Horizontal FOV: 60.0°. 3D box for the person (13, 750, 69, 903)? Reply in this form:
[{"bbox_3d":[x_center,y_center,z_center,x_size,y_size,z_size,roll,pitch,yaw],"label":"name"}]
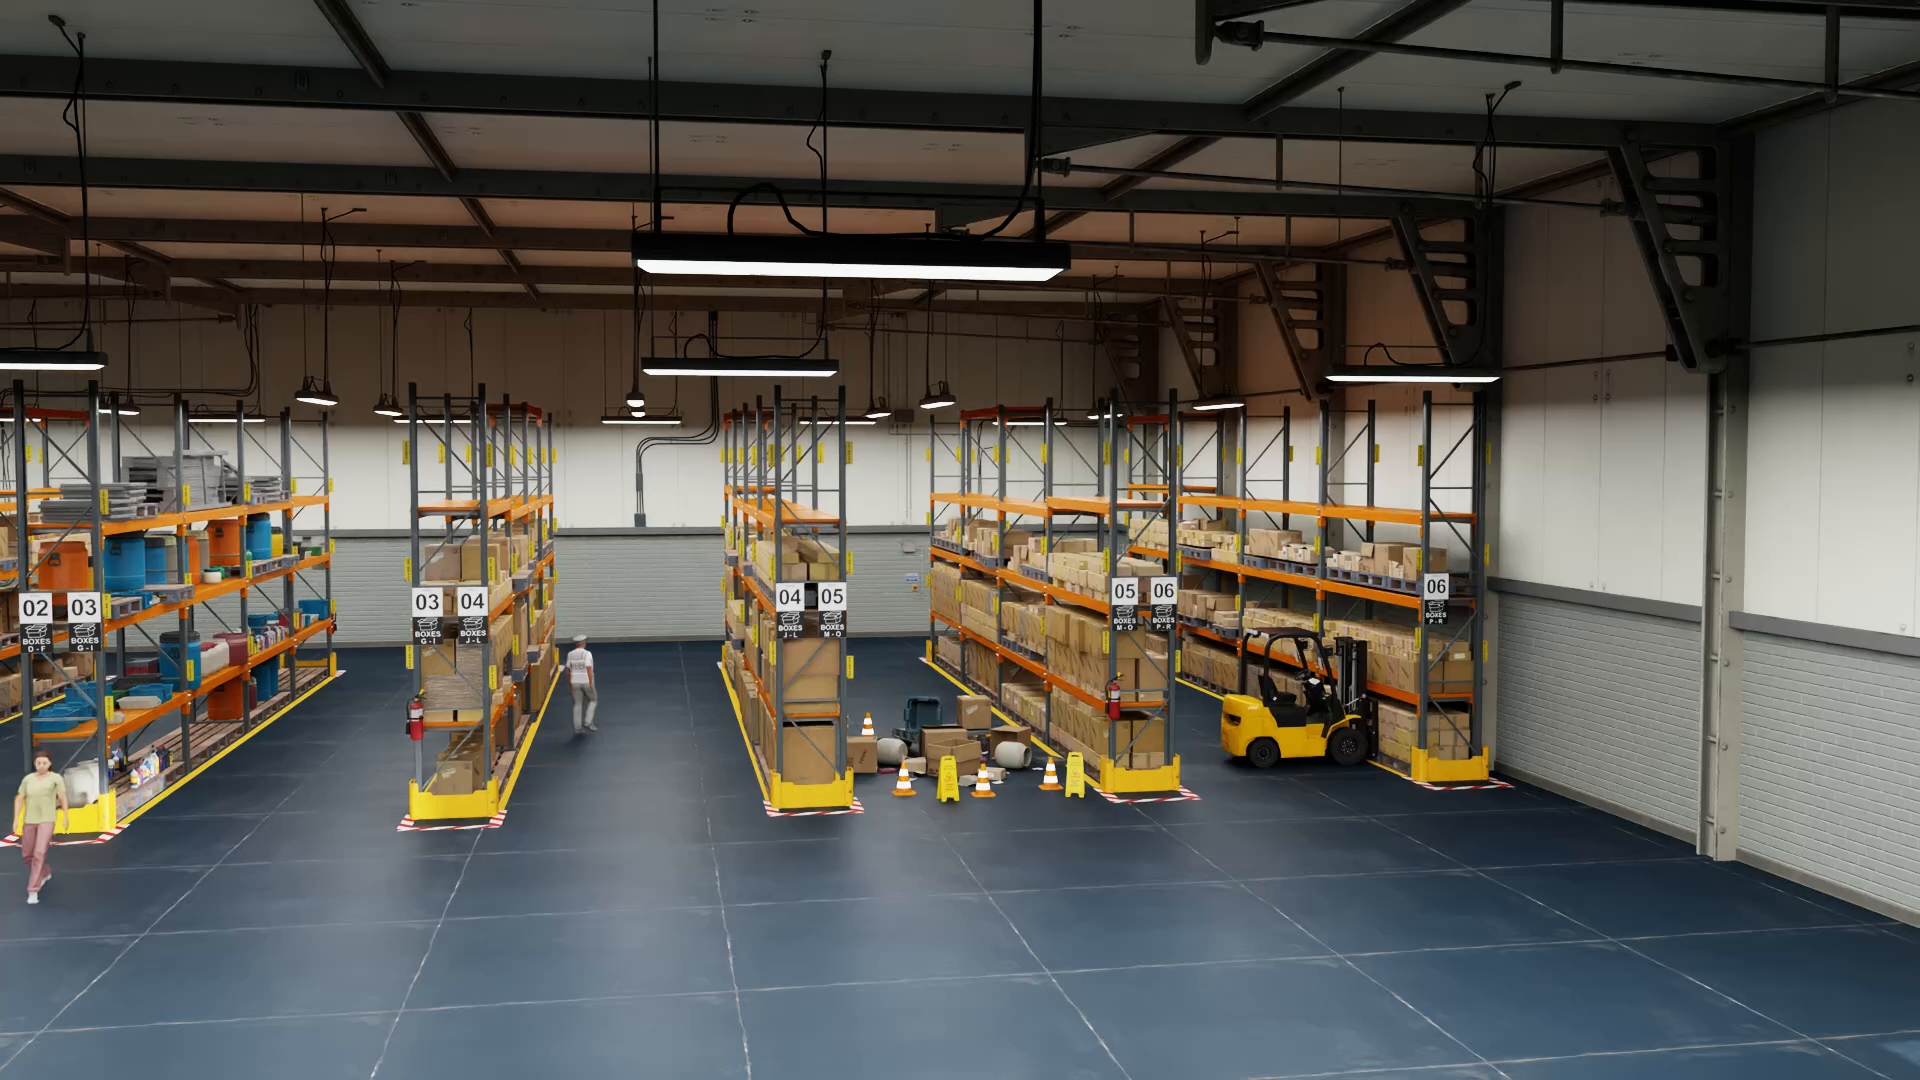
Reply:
[{"bbox_3d":[-10.479,3.225,18.943,0.522,1.658,0.801,-1,3,-14],"label":"person"}]

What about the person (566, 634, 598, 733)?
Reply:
[{"bbox_3d":[-6.831,2.601,29.970,0.564,1.770,0.526,0,3,3],"label":"person"}]
